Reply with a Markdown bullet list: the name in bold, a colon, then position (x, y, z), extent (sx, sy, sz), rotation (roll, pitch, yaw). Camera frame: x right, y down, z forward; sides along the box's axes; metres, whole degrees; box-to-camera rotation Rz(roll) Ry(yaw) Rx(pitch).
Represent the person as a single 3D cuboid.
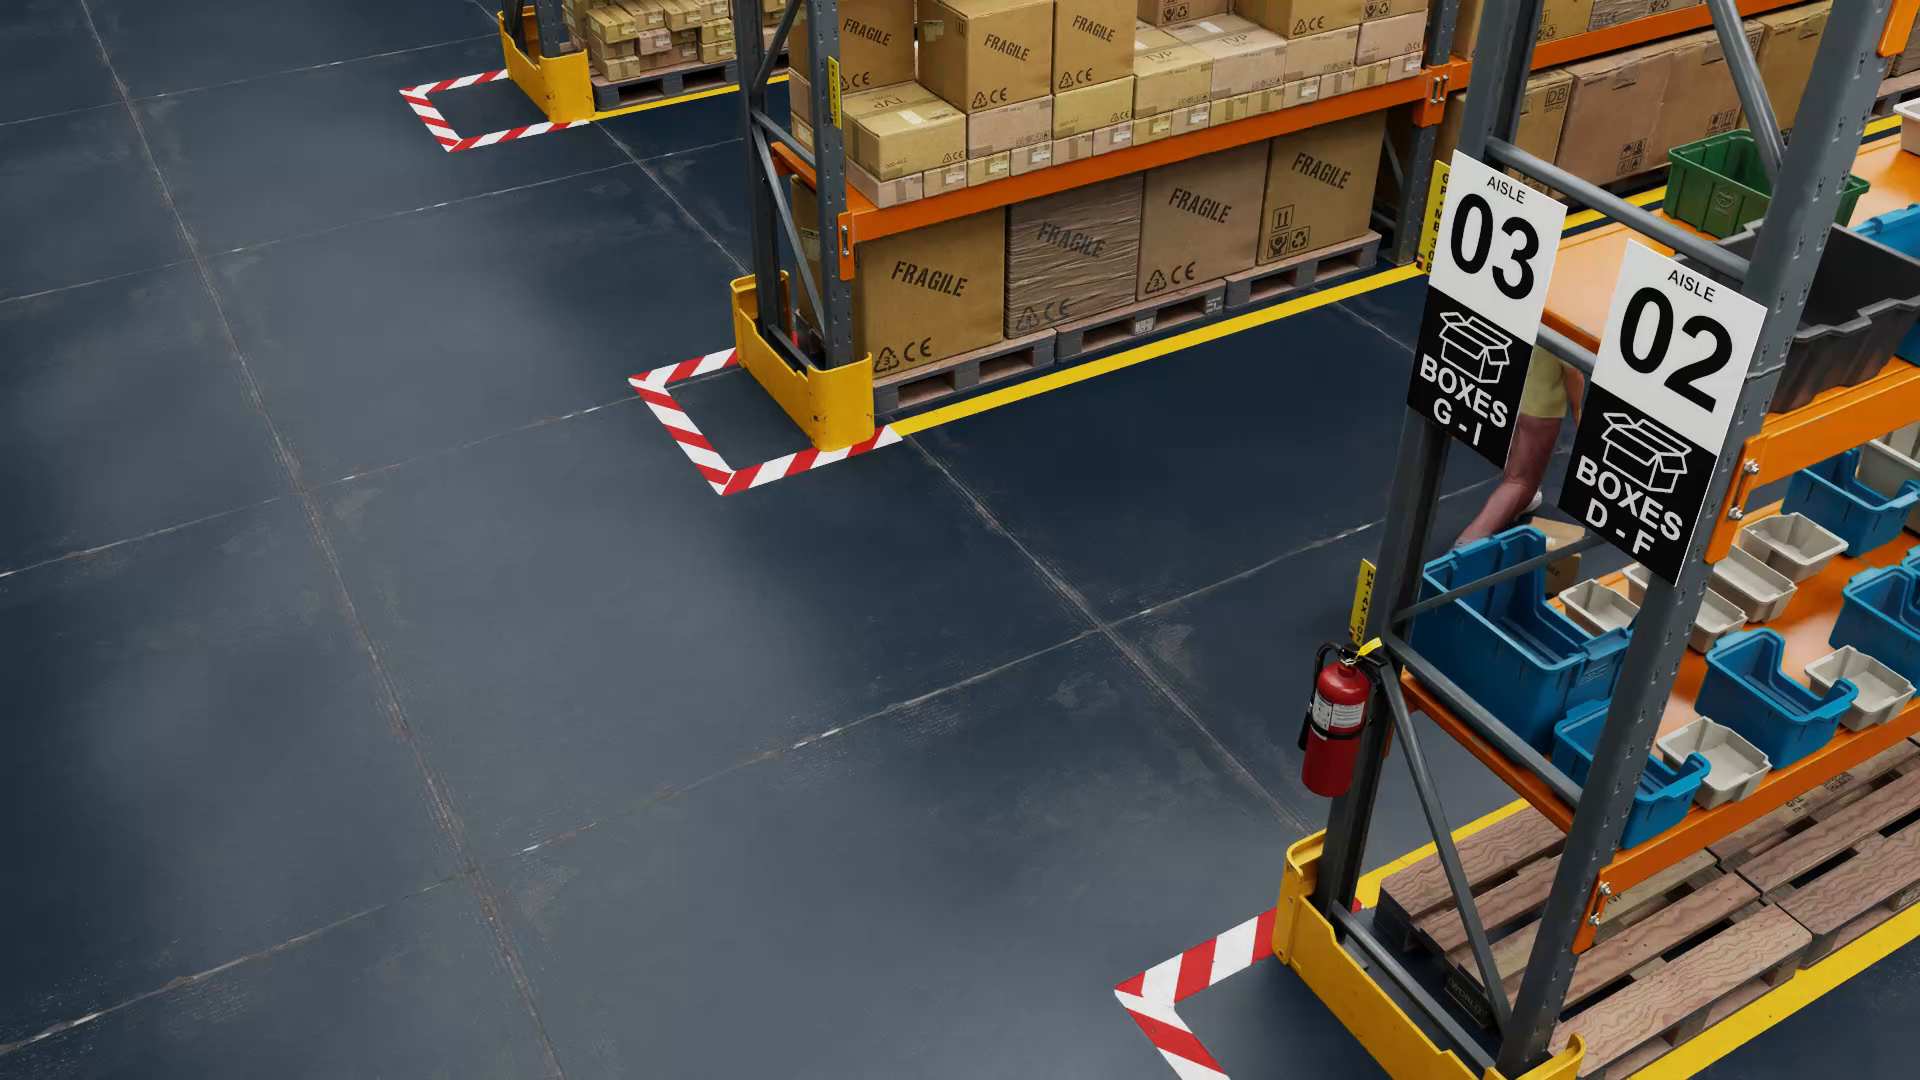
- **person**: position (2.641, -0.623, 7.754), extent (0.979, 1.623, 0.456), rotation (-28, 45, -32)
